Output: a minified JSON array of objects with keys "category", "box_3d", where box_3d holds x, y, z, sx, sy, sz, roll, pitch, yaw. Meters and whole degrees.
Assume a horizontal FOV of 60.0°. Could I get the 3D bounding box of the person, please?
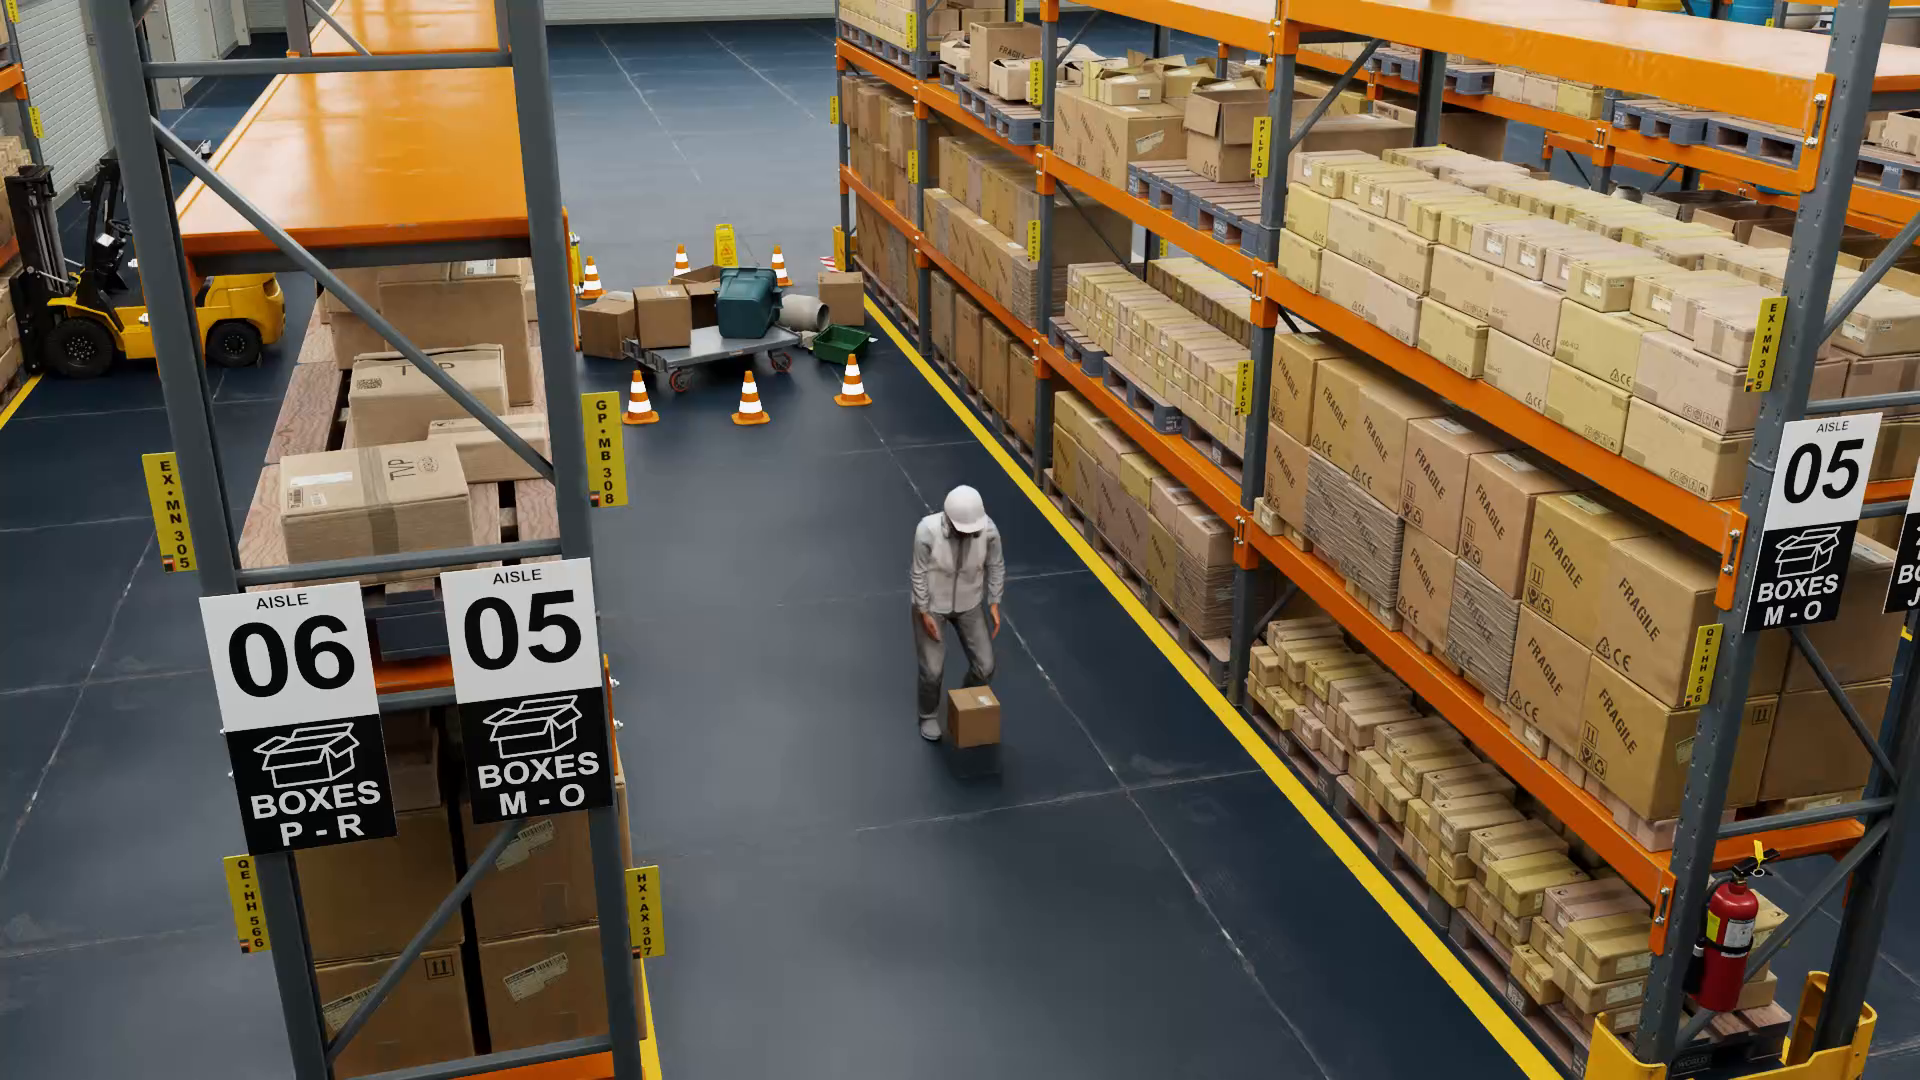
[{"category":"person","box_3d":[-0.017,0.398,9.858,0.578,1.647,0.581,-6,23,-13]}]
